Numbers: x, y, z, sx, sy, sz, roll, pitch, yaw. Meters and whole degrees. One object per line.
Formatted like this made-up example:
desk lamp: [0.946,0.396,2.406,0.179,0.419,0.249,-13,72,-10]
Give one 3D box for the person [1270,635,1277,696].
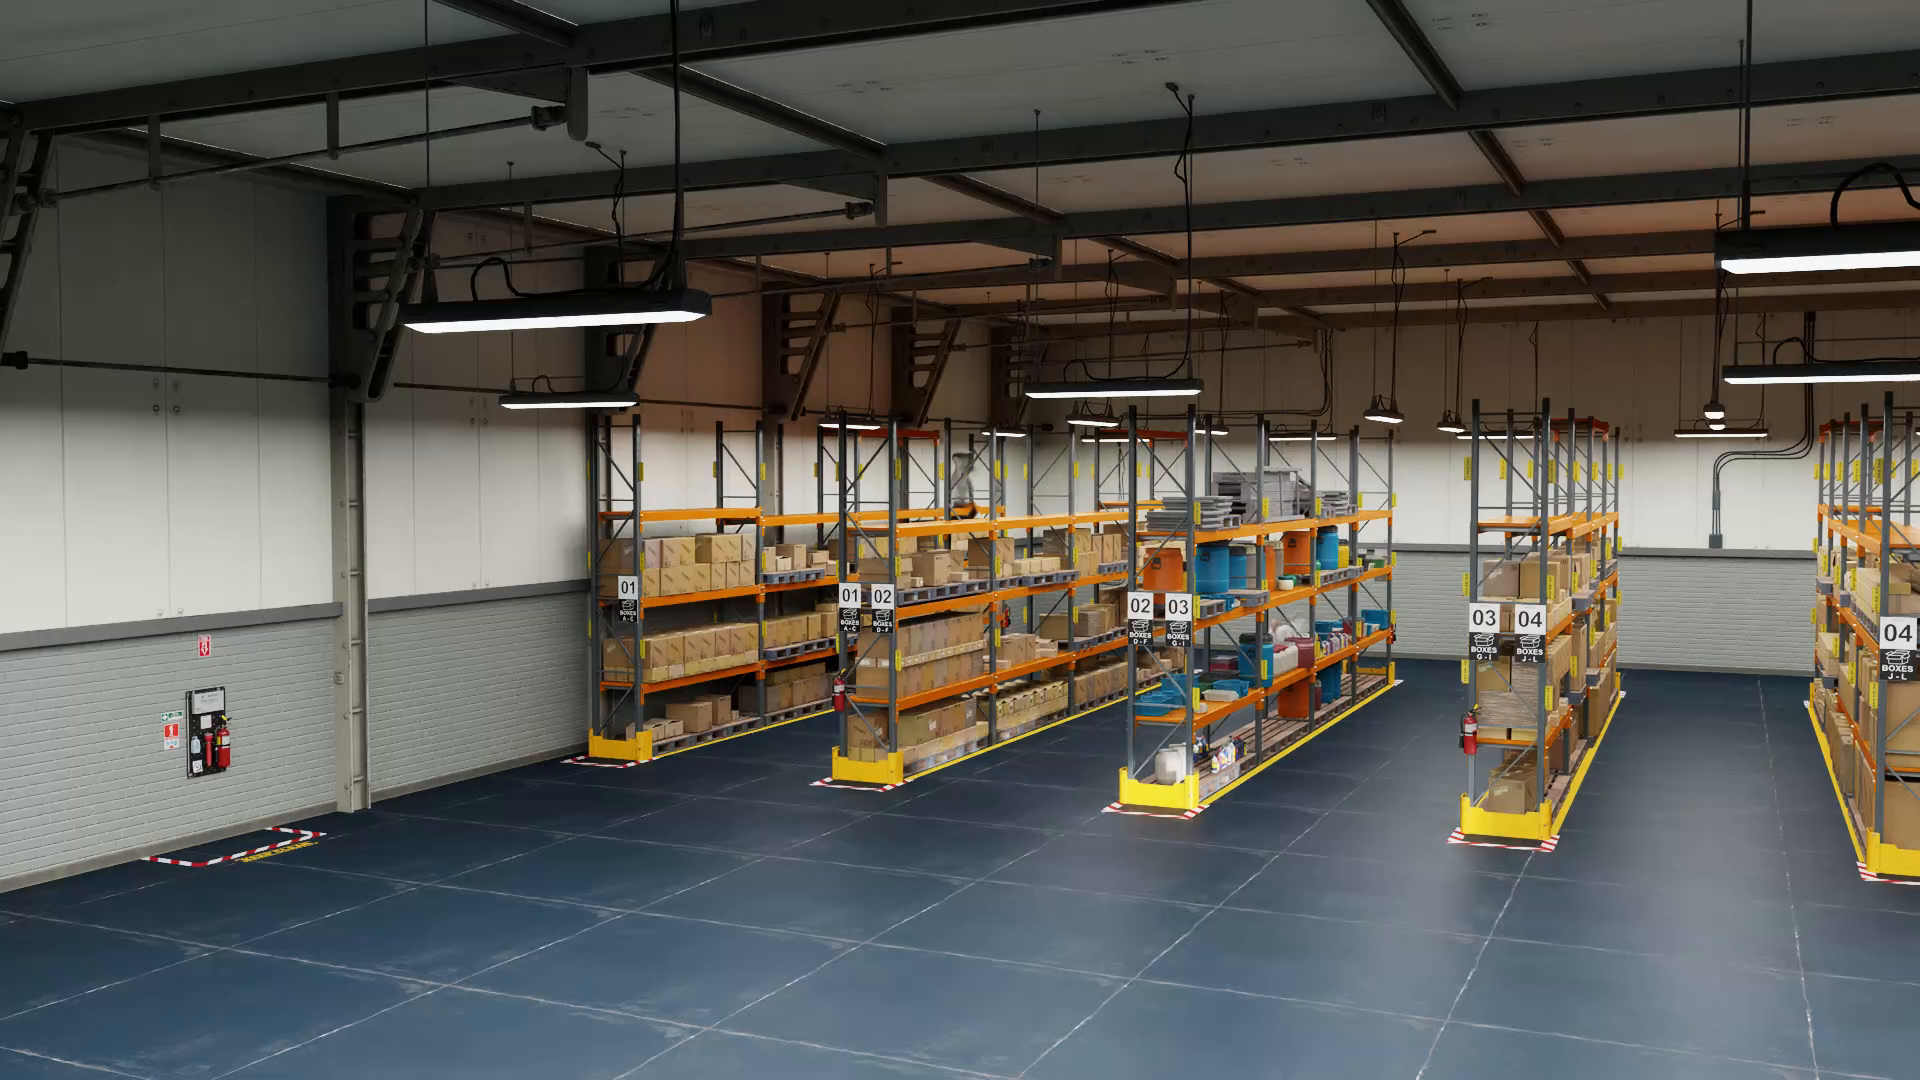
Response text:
person: [7.130,2.728,37.628,0.198,1.551,1.069,1,2,18]
